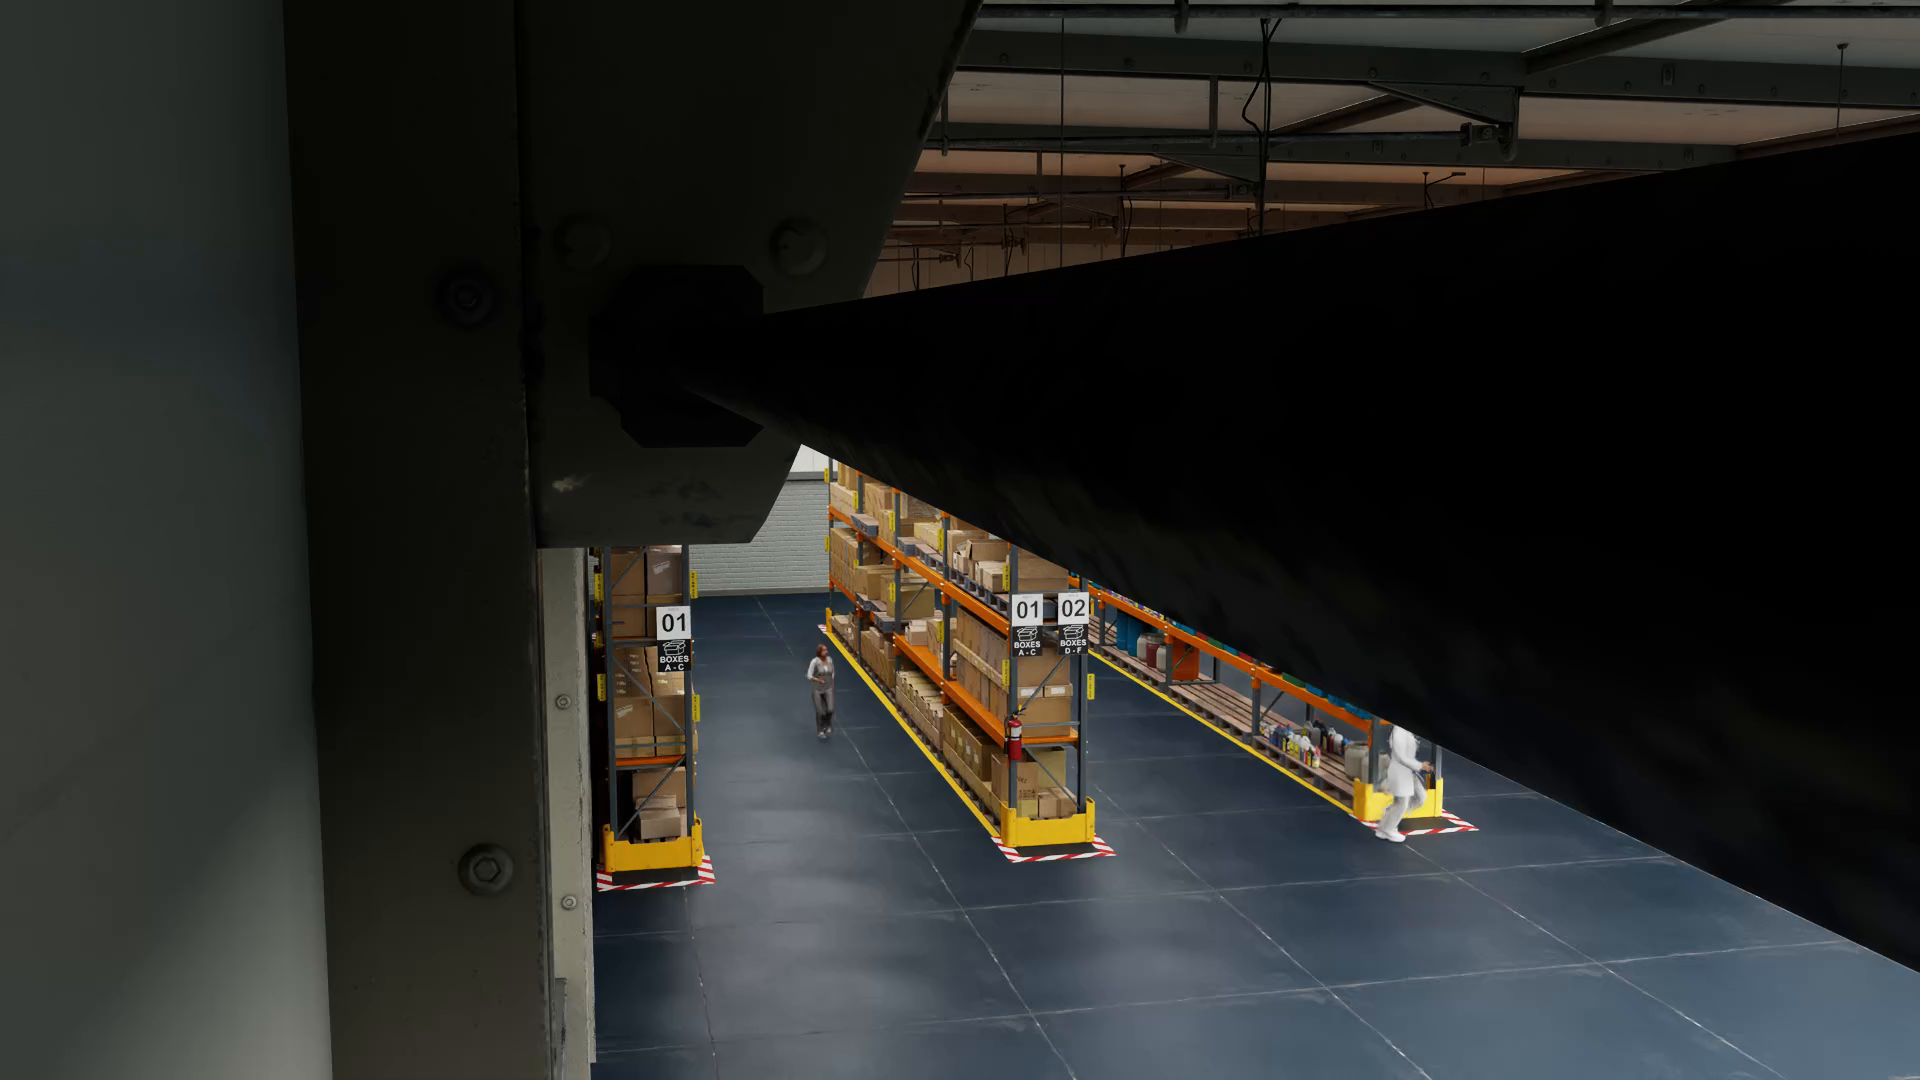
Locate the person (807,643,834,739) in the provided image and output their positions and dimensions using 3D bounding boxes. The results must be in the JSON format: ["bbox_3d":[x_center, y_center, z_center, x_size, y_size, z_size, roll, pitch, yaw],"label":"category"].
[{"bbox_3d":[-2.175,2.415,26.393,0.513,1.565,0.604,-3,7,-24],"label":"person"}]

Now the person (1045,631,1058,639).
[{"bbox_3d":[1.706,1.668,32.088,0.667,1.735,0.600,-2,7,-17],"label":"person"}]

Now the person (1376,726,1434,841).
[{"bbox_3d":[5.660,3.008,21.100,0.716,1.655,0.690,3,7,24],"label":"person"}]
